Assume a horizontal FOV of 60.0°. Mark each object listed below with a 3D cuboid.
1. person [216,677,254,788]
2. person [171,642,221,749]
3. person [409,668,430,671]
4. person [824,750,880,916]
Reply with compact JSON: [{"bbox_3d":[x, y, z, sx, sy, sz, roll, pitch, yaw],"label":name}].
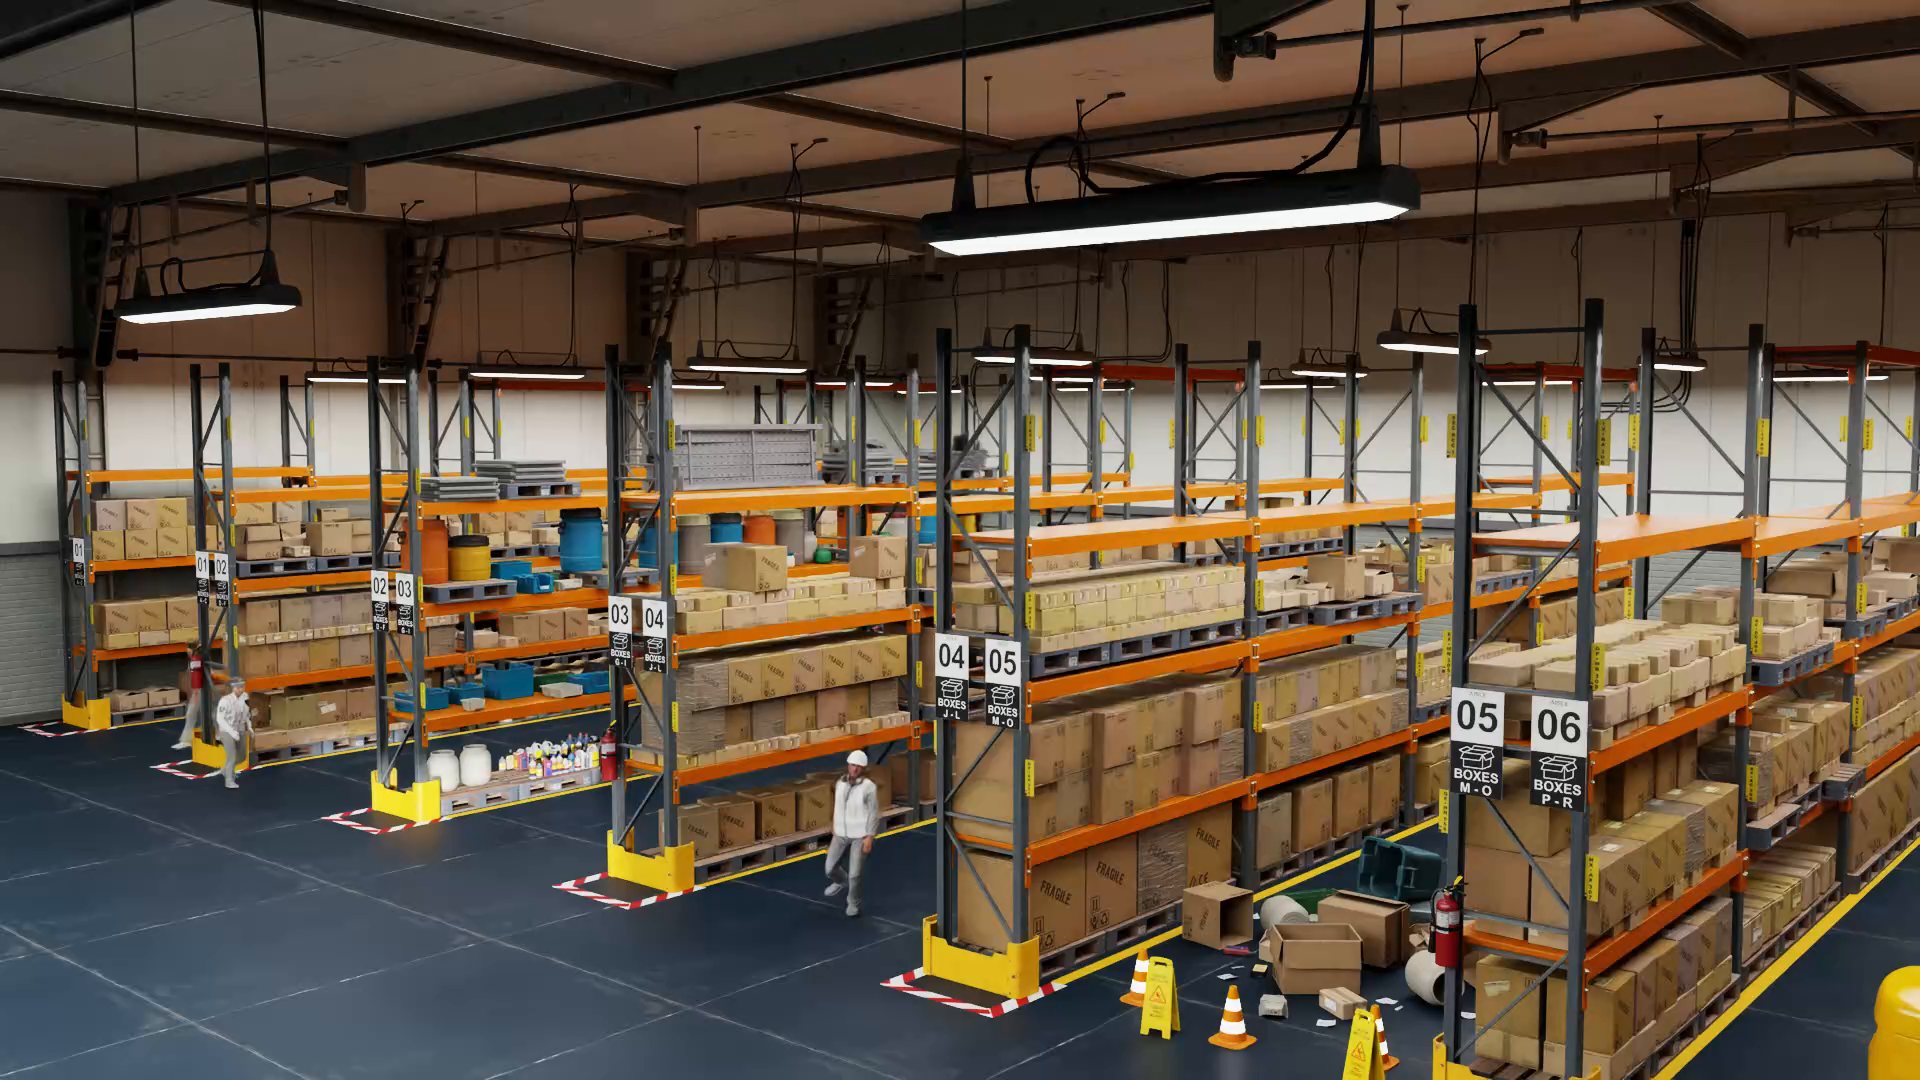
[{"bbox_3d":[-10.233,2.688,23.308,0.715,1.592,0.575,2,5,28],"label":"person"},{"bbox_3d":[-12.149,2.436,26.420,0.770,1.647,0.656,-2,5,-28],"label":"person"},{"bbox_3d":[-9.645,2.317,29.324,0.652,1.466,1.023,2,4,21],"label":"person"},{"bbox_3d":[-1.148,3.037,17.399,0.761,1.731,0.569,2,5,25],"label":"person"}]
